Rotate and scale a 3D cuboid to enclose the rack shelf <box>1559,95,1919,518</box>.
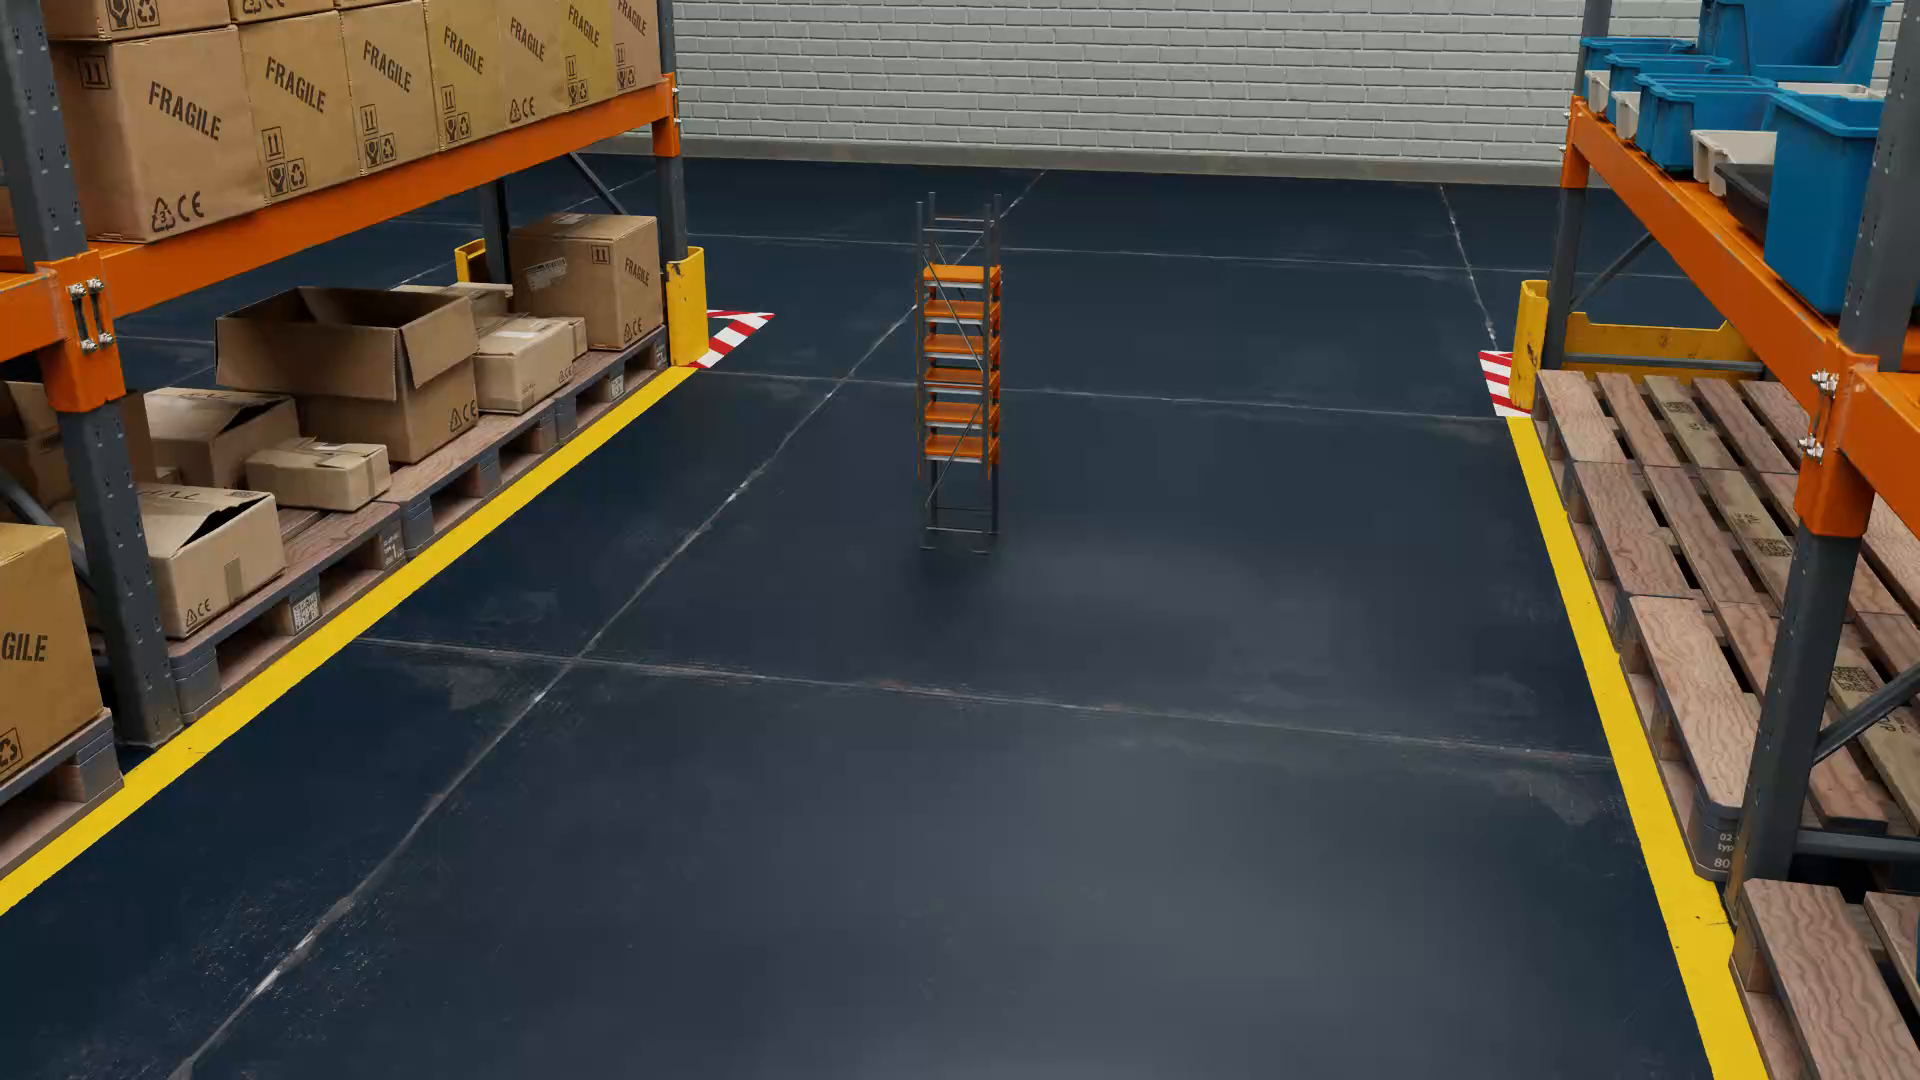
[{"bbox_3d":[2.629,-0.904,5.046,1.077,0.370,4.000,4,22,11],"label":"rack shelf"}]

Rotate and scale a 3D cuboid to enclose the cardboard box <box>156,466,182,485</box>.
[{"bbox_3d":[-2.771,-0.139,5.410,0.380,0.149,0.250,4,22,11],"label":"cardboard box"}]

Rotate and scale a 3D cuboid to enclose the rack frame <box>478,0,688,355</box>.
[{"bbox_3d":[-1.811,-2.348,7.669,1.000,3.000,0.127,4,22,11],"label":"rack frame"}]

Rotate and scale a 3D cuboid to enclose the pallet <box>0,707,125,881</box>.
[{"bbox_3d":[-2.756,0.709,3.812,1.003,0.211,1.213,4,22,11],"label":"pallet"}]

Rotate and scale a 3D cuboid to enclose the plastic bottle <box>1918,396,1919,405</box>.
[{"bbox_3d":[1.729,-0.351,2.865,0.061,0.283,0.133,4,22,11],"label":"plastic bottle"}]

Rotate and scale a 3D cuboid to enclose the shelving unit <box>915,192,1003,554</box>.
[{"bbox_3d":[-0.003,-0.551,5.616,0.258,1.200,0.189,4,22,11],"label":"shelving unit"}]

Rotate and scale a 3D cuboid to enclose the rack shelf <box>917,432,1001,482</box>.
[{"bbox_3d":[-0.003,-0.287,5.723,0.258,0.103,0.180,4,22,11],"label":"rack shelf"}]

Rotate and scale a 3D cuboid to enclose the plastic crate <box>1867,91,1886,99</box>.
[{"bbox_3d":[2.713,-1.024,4.458,0.437,0.282,0.530,4,22,11],"label":"plastic crate"}]

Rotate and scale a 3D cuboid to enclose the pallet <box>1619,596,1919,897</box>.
[{"bbox_3d":[2.333,0.515,4.291,1.003,0.211,1.213,4,22,11],"label":"pallet"}]

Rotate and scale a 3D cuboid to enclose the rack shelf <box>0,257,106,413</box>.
[{"bbox_3d":[-3.035,0.180,2.355,1.077,0.370,4.000,4,22,11],"label":"rack shelf"}]

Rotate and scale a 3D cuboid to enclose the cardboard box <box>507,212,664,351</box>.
[{"bbox_3d":[-1.681,-1.175,7.513,0.500,0.500,0.500,4,22,11],"label":"cardboard box"}]

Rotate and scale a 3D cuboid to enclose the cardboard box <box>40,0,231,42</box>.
[{"bbox_3d":[-2.256,-1.546,4.206,0.500,0.500,0.500,5,22,12],"label":"cardboard box"}]

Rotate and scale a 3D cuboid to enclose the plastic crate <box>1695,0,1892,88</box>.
[{"bbox_3d":[3.152,-1.877,6.370,0.616,0.435,0.499,4,22,11],"label":"plastic crate"}]

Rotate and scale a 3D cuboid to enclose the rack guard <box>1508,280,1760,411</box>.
[{"bbox_3d":[3.030,-0.819,7.219,1.175,0.500,0.348,4,22,11],"label":"rack guard"}]

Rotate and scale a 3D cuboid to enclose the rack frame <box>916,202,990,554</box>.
[{"bbox_3d":[-0.022,-0.518,5.533,0.240,1.200,0.006,4,22,11],"label":"rack frame"}]

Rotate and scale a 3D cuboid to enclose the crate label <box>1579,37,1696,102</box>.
[{"bbox_3d":[2.665,-1.854,6.586,0.416,0.233,0.303,4,22,11],"label":"crate label"}]

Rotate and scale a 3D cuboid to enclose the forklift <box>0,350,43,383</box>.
[{"bbox_3d":[-4.716,-1.486,5.620,1.130,2.935,3.031,5,22,12],"label":"forklift"}]

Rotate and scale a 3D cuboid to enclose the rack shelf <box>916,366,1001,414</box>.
[{"bbox_3d":[-0.003,-0.510,5.633,0.258,0.103,0.180,4,22,11],"label":"rack shelf"}]

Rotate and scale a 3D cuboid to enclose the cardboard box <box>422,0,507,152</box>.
[{"bbox_3d":[-1.948,-1.654,5.810,0.500,0.500,0.500,4,22,10],"label":"cardboard box"}]

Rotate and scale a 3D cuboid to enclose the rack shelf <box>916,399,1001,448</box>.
[{"bbox_3d":[-0.003,-0.399,5.678,0.258,0.103,0.180,4,22,11],"label":"rack shelf"}]

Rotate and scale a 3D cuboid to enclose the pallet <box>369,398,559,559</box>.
[{"bbox_3d":[-2.239,-0.290,6.292,1.003,0.211,1.213,4,22,11],"label":"pallet"}]

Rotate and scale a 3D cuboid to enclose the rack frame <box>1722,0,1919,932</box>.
[{"bbox_3d":[2.221,-0.506,3.095,1.000,3.000,0.127,4,22,11],"label":"rack frame"}]

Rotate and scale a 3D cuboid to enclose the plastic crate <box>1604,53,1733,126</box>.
[{"bbox_3d":[2.530,-1.613,5.988,0.416,0.233,0.300,4,22,11],"label":"plastic crate"}]

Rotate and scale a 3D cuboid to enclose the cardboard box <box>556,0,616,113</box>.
[{"bbox_3d":[-1.738,-2.020,6.720,0.500,0.500,0.500,5,22,11],"label":"cardboard box"}]

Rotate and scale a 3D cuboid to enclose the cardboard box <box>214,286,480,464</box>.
[{"bbox_3d":[-2.249,-0.619,6.128,0.797,0.503,0.637,4,22,11],"label":"cardboard box"}]

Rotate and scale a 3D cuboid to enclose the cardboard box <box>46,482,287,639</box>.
[{"bbox_3d":[-2.330,0.021,4.797,0.500,0.311,0.500,4,22,11],"label":"cardboard box"}]

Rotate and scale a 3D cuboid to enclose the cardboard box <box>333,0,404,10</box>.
[{"bbox_3d":[-2.045,-1.923,5.141,0.500,0.500,0.500,4,22,9],"label":"cardboard box"}]

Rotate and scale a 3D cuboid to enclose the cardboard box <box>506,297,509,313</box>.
[{"bbox_3d":[-2.284,-1.020,7.574,0.380,0.166,0.250,4,22,11],"label":"cardboard box"}]

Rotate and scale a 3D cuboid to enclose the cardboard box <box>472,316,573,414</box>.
[{"bbox_3d":[-1.904,-0.714,6.703,0.500,0.250,0.500,4,22,11],"label":"cardboard box"}]

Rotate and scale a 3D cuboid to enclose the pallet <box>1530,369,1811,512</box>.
[{"bbox_3d":[2.831,-0.377,6.507,1.003,0.211,1.213,4,22,11],"label":"pallet"}]

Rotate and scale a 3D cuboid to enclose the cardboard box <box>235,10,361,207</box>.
[{"bbox_3d":[-2.155,-1.285,4.894,0.500,0.500,0.500,5,22,12],"label":"cardboard box"}]

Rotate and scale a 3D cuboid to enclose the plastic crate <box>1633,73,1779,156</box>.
[{"bbox_3d":[2.396,-1.373,5.390,0.416,0.233,0.300,4,22,11],"label":"plastic crate"}]

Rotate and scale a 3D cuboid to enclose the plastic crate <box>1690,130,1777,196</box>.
[{"bbox_3d":[2.282,-1.072,4.772,0.293,0.136,0.466,4,22,11],"label":"plastic crate"}]

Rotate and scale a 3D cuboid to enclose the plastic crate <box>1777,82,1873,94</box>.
[{"bbox_3d":[3.048,-1.563,5.991,0.396,0.136,0.243,4,22,11],"label":"plastic crate"}]
